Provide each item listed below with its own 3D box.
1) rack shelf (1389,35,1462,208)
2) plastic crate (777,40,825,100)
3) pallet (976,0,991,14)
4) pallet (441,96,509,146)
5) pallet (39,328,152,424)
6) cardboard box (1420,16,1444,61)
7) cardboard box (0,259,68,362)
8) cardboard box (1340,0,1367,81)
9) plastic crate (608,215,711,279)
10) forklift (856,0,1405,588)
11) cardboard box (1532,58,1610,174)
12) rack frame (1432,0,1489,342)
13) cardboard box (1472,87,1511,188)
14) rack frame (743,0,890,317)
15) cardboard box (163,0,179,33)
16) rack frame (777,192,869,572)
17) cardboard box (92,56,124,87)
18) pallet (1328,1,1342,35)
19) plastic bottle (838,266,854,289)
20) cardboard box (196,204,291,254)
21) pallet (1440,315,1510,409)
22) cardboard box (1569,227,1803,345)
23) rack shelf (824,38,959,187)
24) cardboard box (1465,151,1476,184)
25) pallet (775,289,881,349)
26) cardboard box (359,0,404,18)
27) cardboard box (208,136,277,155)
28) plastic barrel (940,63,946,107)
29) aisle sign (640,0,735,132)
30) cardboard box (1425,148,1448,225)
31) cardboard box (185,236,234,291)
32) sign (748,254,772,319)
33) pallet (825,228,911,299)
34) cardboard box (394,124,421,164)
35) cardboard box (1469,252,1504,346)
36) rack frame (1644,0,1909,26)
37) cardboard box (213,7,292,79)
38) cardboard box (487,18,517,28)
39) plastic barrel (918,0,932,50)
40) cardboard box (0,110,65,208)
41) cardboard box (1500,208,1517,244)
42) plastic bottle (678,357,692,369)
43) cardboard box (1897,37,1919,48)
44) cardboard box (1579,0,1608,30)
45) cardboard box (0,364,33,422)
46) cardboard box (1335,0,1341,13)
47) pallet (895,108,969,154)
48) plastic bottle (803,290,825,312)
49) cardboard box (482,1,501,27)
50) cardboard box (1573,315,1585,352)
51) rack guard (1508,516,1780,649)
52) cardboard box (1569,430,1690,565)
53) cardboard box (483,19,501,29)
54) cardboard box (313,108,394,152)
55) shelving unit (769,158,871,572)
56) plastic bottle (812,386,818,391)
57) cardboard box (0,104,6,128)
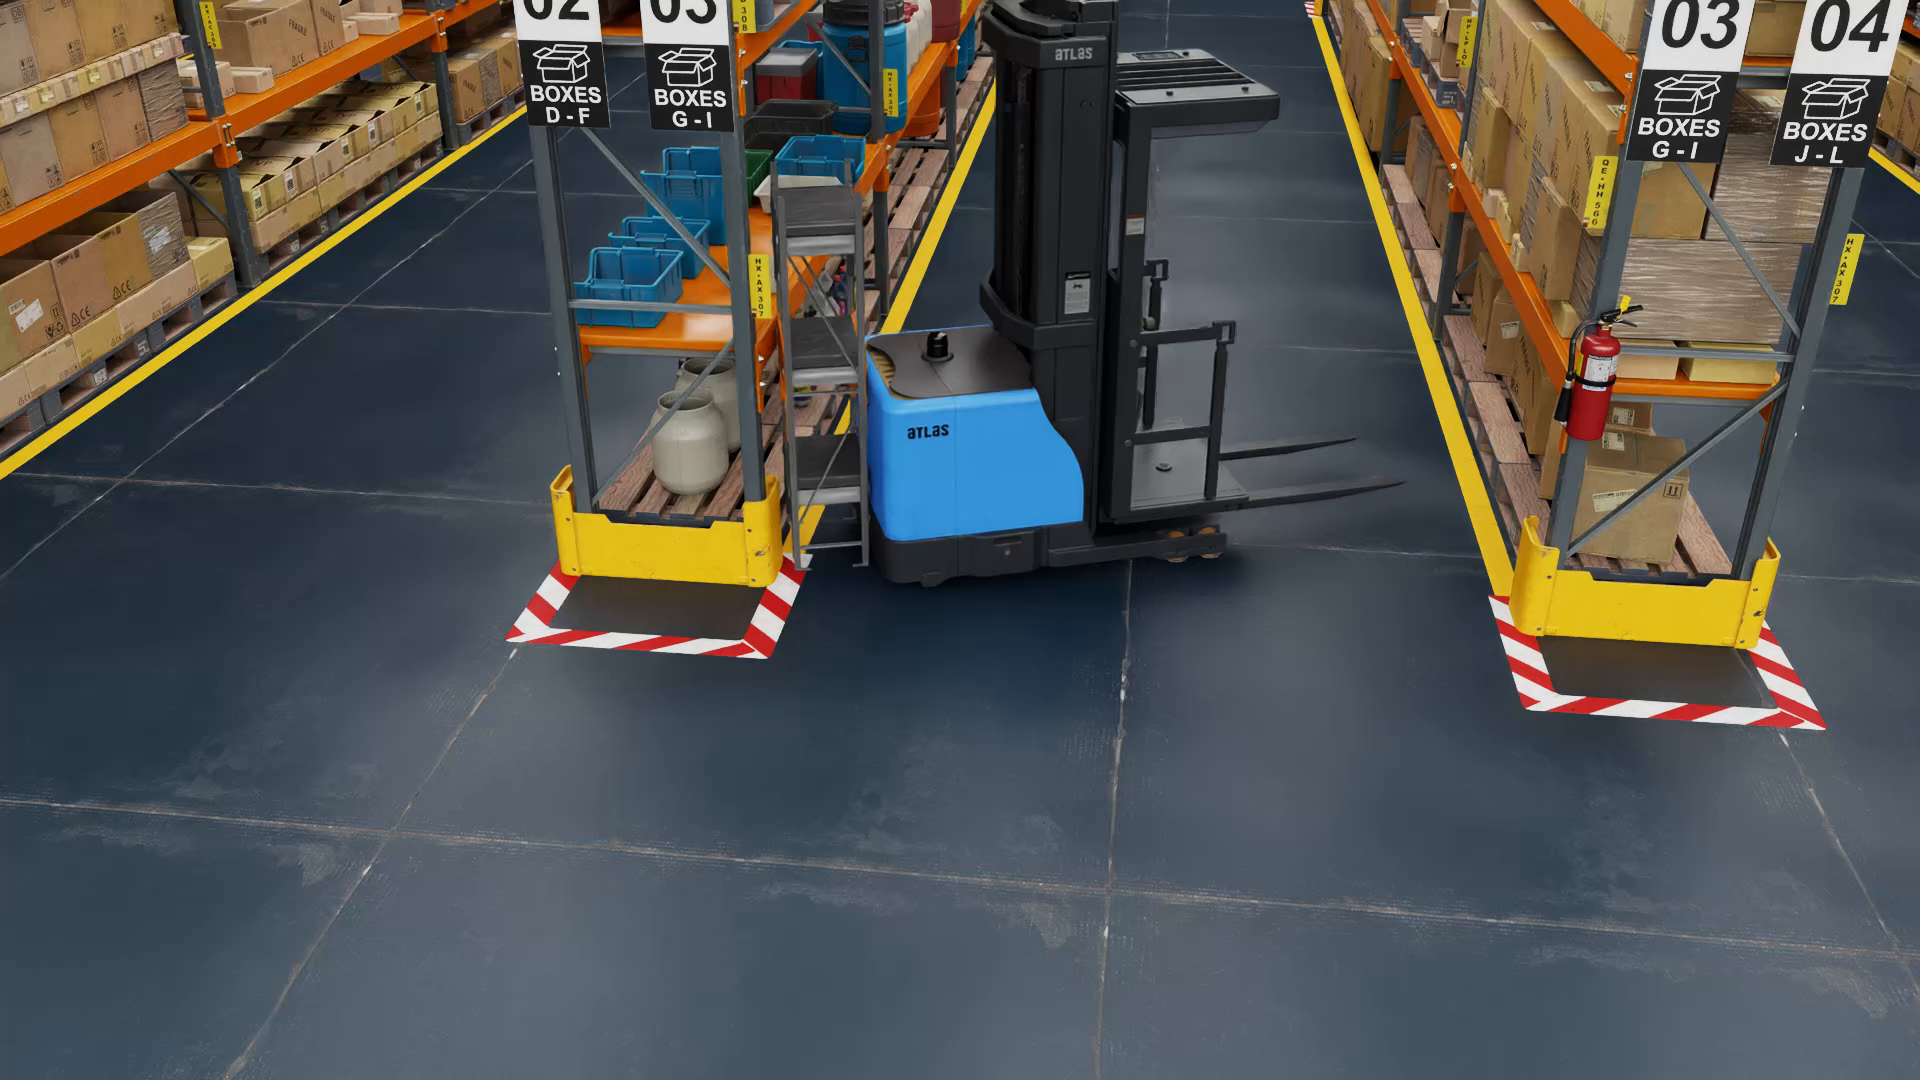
[{"bbox_3d":[4.134,-3.364,13.090,1.077,0.370,4.000,3,28,6],"label":"rack shelf"},{"bbox_3d":[-1.200,-3.557,12.707,0.392,0.384,0.575,3,28,6],"label":"plastic crate"},{"bbox_3d":[0.304,-7.062,22.136,1.003,0.211,1.213,3,28,6],"label":"pallet"},{"bbox_3d":[-5.323,-4.321,17.048,1.003,0.211,1.213,3,28,6],"label":"pallet"},{"bbox_3d":[-6.228,-1.141,11.146,1.003,0.211,1.213,3,28,6],"label":"pallet"},{"bbox_3d":[3.946,-3.965,13.163,0.500,0.250,0.500,3,28,5],"label":"cardboard box"},{"bbox_3d":[-6.038,-1.449,10.444,0.500,0.500,0.500,3,28,6],"label":"cardboard box"},{"bbox_3d":[4.811,-5.452,18.005,1.225,0.875,0.875,3,29,6],"label":"cardboard box"},{"bbox_3d":[-1.667,-1.637,9.283,0.499,0.251,0.408,3,28,6],"label":"plastic crate"},{"bbox_3d":[0.966,-1.404,8.765,3.031,2.935,1.130,-7,29,-12],"label":"forklift"},{"bbox_3d":[3.340,-2.216,8.727,0.500,0.500,0.500,3,28,6],"label":"cardboard box"},{"bbox_3d":[3.889,-2.739,11.172,1.000,3.000,0.127,3,28,6],"label":"rack frame"},{"bbox_3d":[3.676,-2.473,10.258,0.875,0.500,0.500,3,28,6],"label":"cardboard box"},{"bbox_3d":[-1.027,-3.027,11.706,1.000,3.000,0.127,3,28,6],"label":"rack frame"},{"bbox_3d":[-9.829,-6.294,19.593,0.750,0.750,0.750,4,29,7],"label":"cardboard box"},{"bbox_3d":[-0.677,-0.739,8.407,0.400,2.100,0.015,-4,32,-8],"label":"rack frame"},{"bbox_3d":[-5.856,-3.143,11.131,0.380,0.149,0.250,3,28,6],"label":"cardboard box"},{"bbox_3d":[5.339,-6.779,21.611,1.003,0.211,1.213,3,28,6],"label":"pallet"},{"bbox_3d":[-0.819,-1.735,11.636,0.144,0.351,0.185,3,28,5],"label":"plastic bottle"},{"bbox_3d":[-5.647,-2.467,13.122,0.500,0.250,0.500,3,28,5],"label":"cardboard box"},{"bbox_3d":[3.842,-1.194,11.243,1.003,0.211,1.213,3,28,6],"label":"pallet"},{"bbox_3d":[3.494,-1.289,8.060,0.875,0.500,0.500,3,28,6],"label":"cardboard box"},{"bbox_3d":[-0.782,-3.652,13.624,1.077,0.370,4.000,3,28,6],"label":"rack shelf"},{"bbox_3d":[3.521,-2.428,10.859,0.380,0.149,0.250,3,28,6],"label":"cardboard box"},{"bbox_3d":[-1.150,-1.486,11.785,1.003,0.211,1.213,3,28,6],"label":"pallet"},{"bbox_3d":[-5.540,-4.992,15.447,0.500,0.311,0.500,5,29,9],"label":"cardboard box"},{"bbox_3d":[-6.056,-3.225,13.939,0.500,0.311,0.500,3,28,6],"label":"cardboard box"},{"bbox_3d":[-0.355,-4.796,17.090,0.600,0.588,0.708,3,28,6],"label":"plastic barrel"},{"bbox_3d":[-1.235,-2.238,7.500,0.394,0.787,0.004,3,28,6],"label":"aisle sign"},{"bbox_3d":[4.199,-2.870,13.586,0.700,0.500,0.500,6,29,10],"label":"cardboard box"},{"bbox_3d":[-5.782,-2.060,12.368,0.500,0.250,0.500,3,28,6],"label":"cardboard box"},{"bbox_3d":[-0.971,-1.232,8.083,0.100,0.325,0.005,3,28,6],"label":"sign"},{"bbox_3d":[-0.969,-2.171,13.058,1.003,0.211,1.213,3,28,6],"label":"pallet"},{"bbox_3d":[-5.334,-3.669,15.355,0.500,0.250,0.500,3,28,6],"label":"cardboard box"},{"bbox_3d":[3.800,-1.638,11.320,0.500,0.500,0.500,3,28,5],"label":"cardboard box"},{"bbox_3d":[3.399,-3.498,6.254,1.000,3.000,0.127,3,28,6],"label":"rack frame"},{"bbox_3d":[-5.767,-3.969,13.350,0.500,0.500,0.500,5,29,10],"label":"cardboard box"},{"bbox_3d":[-4.869,-5.459,18.391,0.500,0.500,0.500,4,29,7],"label":"cardboard box"},{"bbox_3d":[-0.451,-4.463,14.253,0.421,0.512,0.421,0,28,0],"label":"plastic barrel"},{"bbox_3d":[-6.175,-2.426,10.485,0.700,0.500,0.500,4,29,8],"label":"cardboard box"},{"bbox_3d":[3.394,-1.838,9.764,0.380,0.149,0.250,3,28,6],"label":"cardboard box"},{"bbox_3d":[-1.731,-1.088,10.507,0.061,0.283,0.133,4,29,7],"label":"plastic bottle"},{"bbox_3d":[9.297,-4.761,16.326,0.500,0.250,0.500,4,29,8],"label":"cardboard box"},{"bbox_3d":[3.264,-2.588,7.886,0.500,0.250,0.500,4,29,7],"label":"cardboard box"},{"bbox_3d":[-6.088,-0.883,10.183,0.500,0.250,0.500,3,28,6],"label":"cardboard box"},{"bbox_3d":[5.360,-7.331,21.493,0.875,0.875,0.875,3,28,6],"label":"cardboard box"},{"bbox_3d":[-0.481,-4.056,16.556,1.003,0.211,1.213,3,28,6],"label":"pallet"},{"bbox_3d":[-0.993,-1.608,11.481,0.152,0.276,0.135,3,28,6],"label":"plastic bottle"},{"bbox_3d":[-5.386,-5.822,18.274,0.500,0.250,0.500,3,29,6],"label":"cardboard box"},{"bbox_3d":[3.260,-1.010,8.226,0.380,0.149,0.250,3,28,6],"label":"cardboard box"},{"bbox_3d":[3.408,0.208,8.336,1.175,0.500,0.348,3,28,6],"label":"rack guard"},{"bbox_3d":[3.492,-0.234,8.714,0.500,0.500,0.500,9,30,16],"label":"cardboard box"},{"bbox_3d":[-5.386,-5.476,18.423,0.500,0.500,0.500,4,29,7],"label":"cardboard box"},{"bbox_3d":[-5.394,-3.678,14.779,0.500,0.311,0.500,3,28,6],"label":"cardboard box"},{"bbox_3d":[-0.717,-0.867,8.611,0.431,2.100,0.503,-4,32,-8],"label":"shelving unit"},{"bbox_3d":[-0.939,-1.083,10.498,0.061,0.283,0.133,4,29,7],"label":"plastic bottle"},{"bbox_3d":[-6.015,-2.542,10.017,0.380,0.149,0.250,3,28,6],"label":"cardboard box"}]
